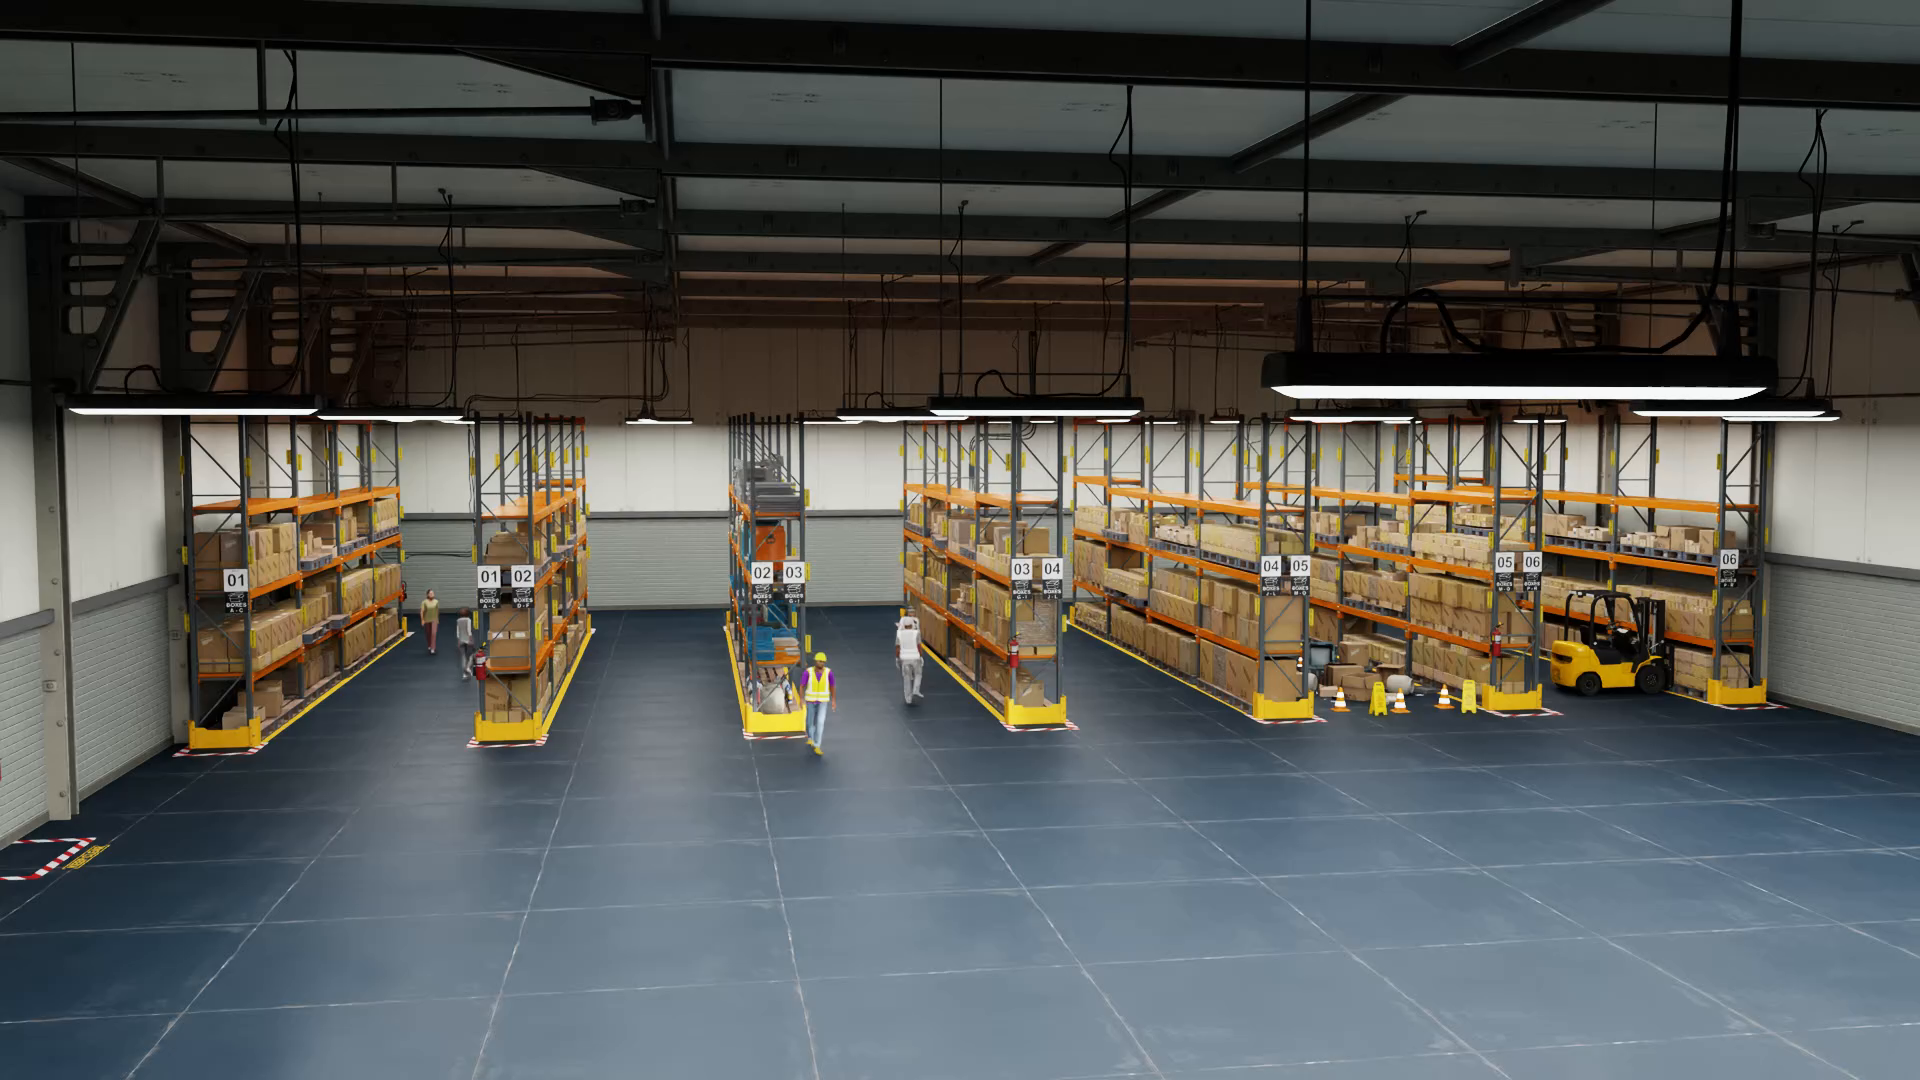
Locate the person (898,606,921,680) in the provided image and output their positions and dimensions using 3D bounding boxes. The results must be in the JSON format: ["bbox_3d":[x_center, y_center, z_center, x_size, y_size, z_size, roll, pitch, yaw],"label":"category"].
[{"bbox_3d":[-1.150,2.349,37.888,0.560,1.694,0.637,-1,4,-12],"label":"person"}]

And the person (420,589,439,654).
[{"bbox_3d":[-13.422,2.046,42.059,0.424,1.612,1.082,-1,4,-13],"label":"person"}]

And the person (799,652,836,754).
[{"bbox_3d":[-2.512,2.862,29.394,0.677,1.734,0.848,-1,4,-11],"label":"person"}]

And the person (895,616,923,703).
[{"bbox_3d":[-1.052,2.481,34.525,0.591,1.775,0.492,0,4,2],"label":"person"}]

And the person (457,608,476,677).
[{"bbox_3d":[-11.272,2.336,37.932,0.453,1.576,0.436,0,4,-2],"label":"person"}]
